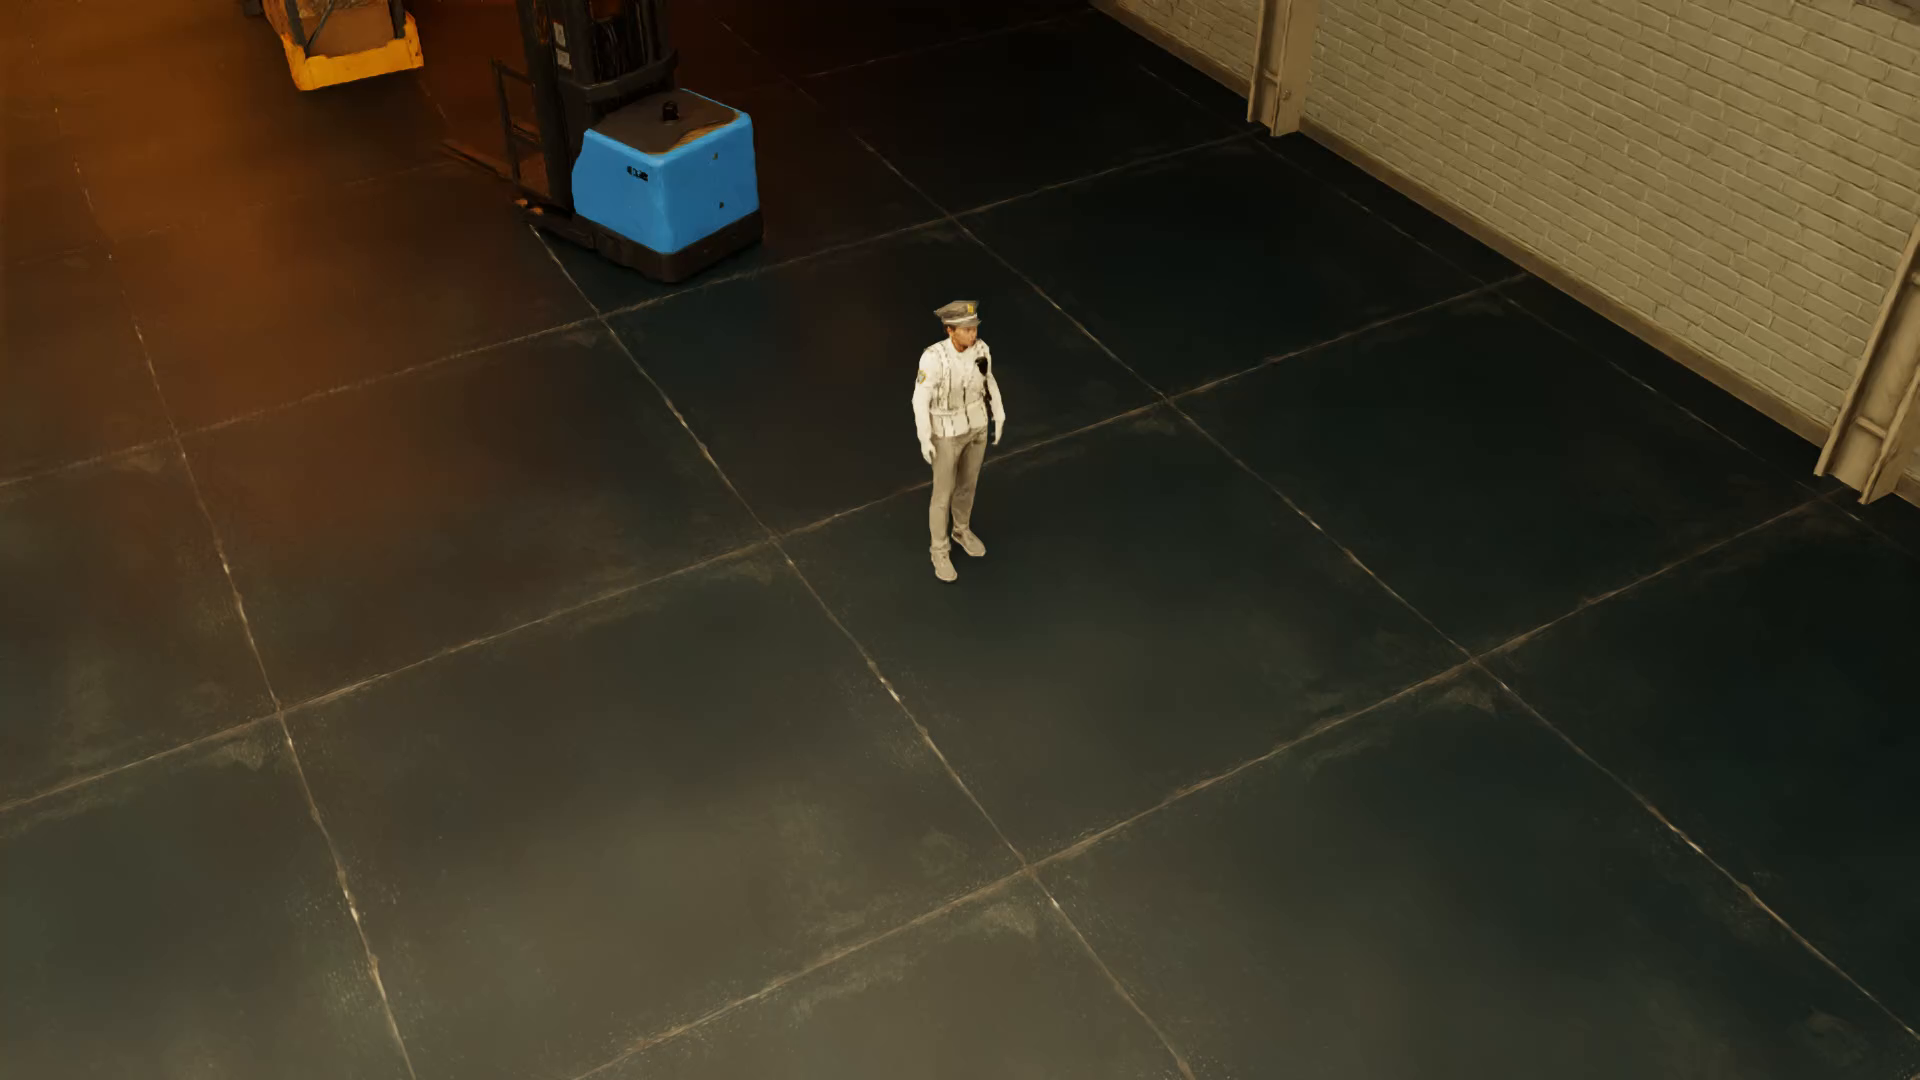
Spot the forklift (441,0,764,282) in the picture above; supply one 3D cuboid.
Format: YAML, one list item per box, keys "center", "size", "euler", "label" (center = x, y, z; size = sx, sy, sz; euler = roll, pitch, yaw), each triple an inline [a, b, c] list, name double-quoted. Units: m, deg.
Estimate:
- center: [-3.006, -3.869, 12.700]
  size: [3.031, 2.935, 1.130]
  euler: [28, 47, 30]
  label: "forklift"

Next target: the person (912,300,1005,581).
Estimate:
- center: [0.028, -0.618, 9.739]
  size: [0.586, 1.695, 0.532]
  euler: [-20, 44, -23]
  label: "person"
